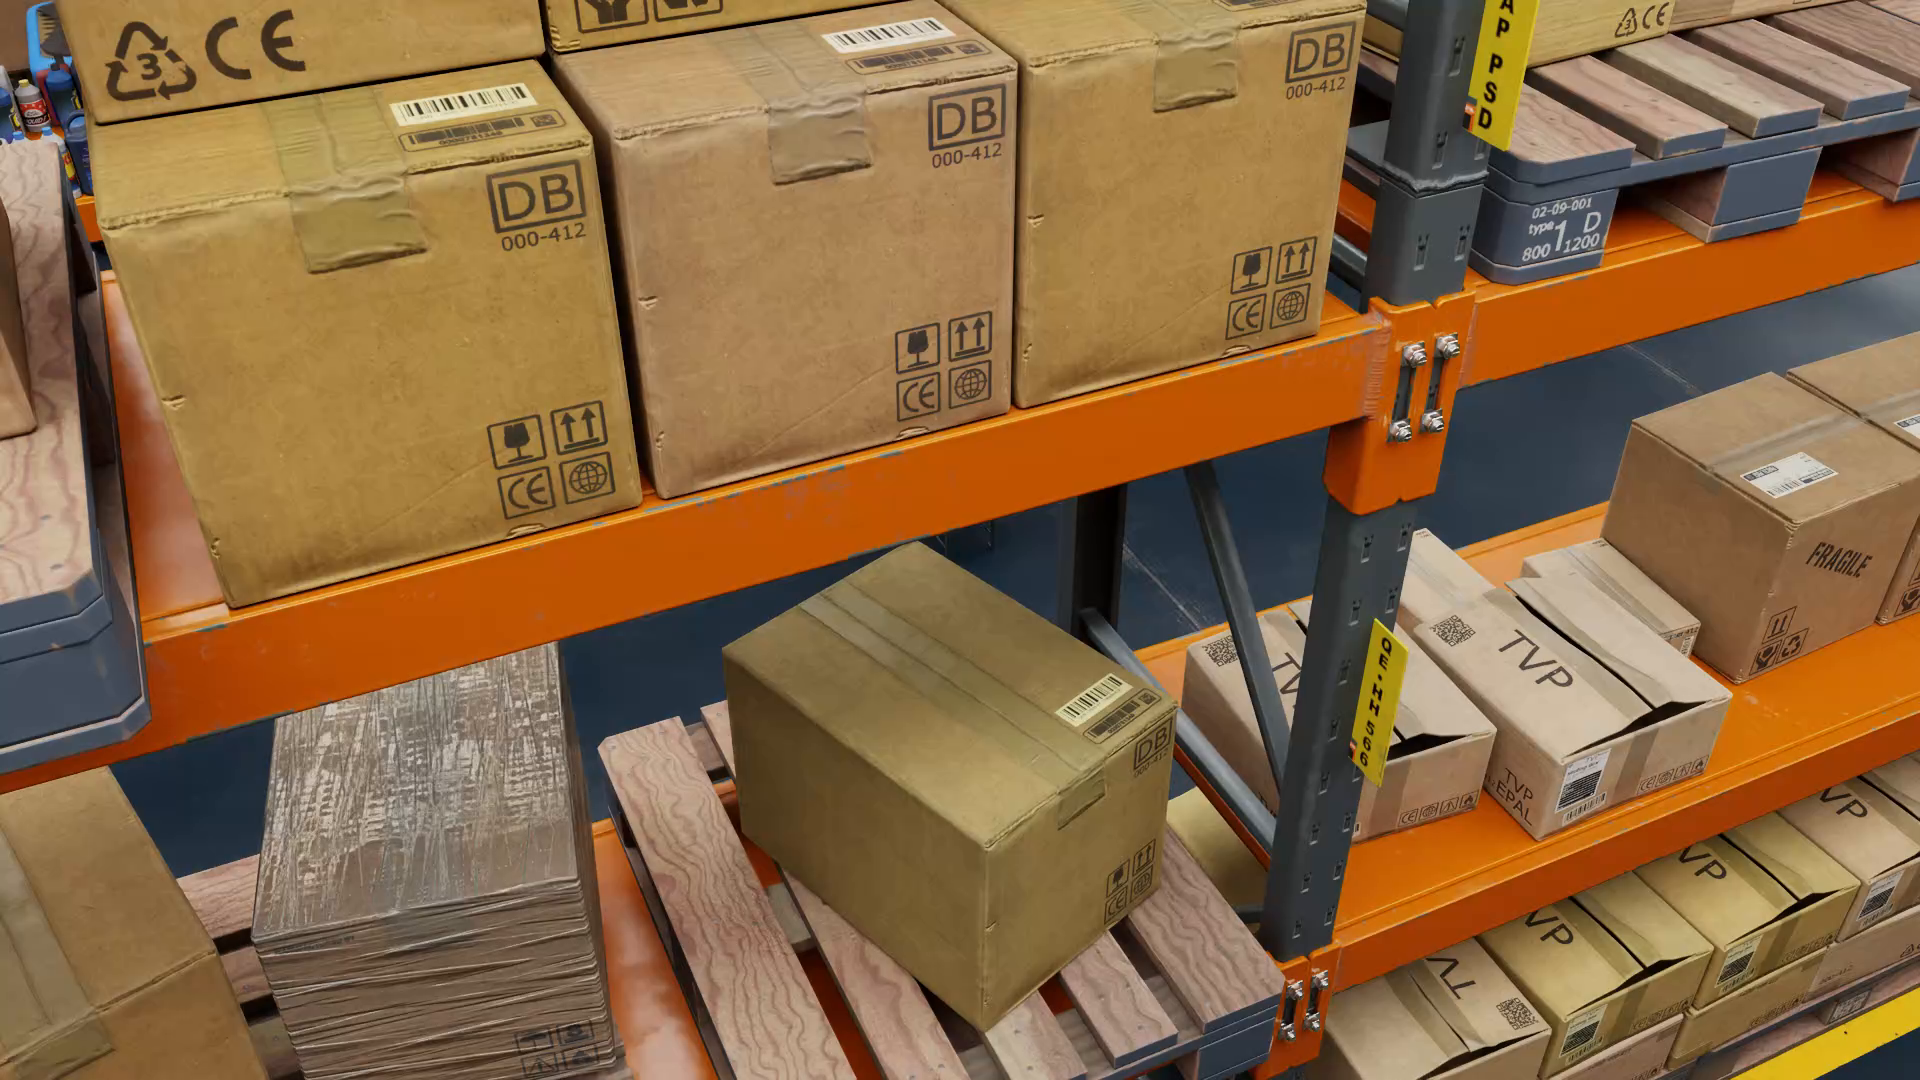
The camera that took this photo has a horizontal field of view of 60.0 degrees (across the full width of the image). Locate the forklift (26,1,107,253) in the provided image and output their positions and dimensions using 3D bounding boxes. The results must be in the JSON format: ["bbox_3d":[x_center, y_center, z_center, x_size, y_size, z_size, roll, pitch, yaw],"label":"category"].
[{"bbox_3d":[-3.367,-3.260,8.685,3.031,2.935,1.130,-16,39,-20],"label":"forklift"}]

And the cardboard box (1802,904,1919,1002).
[{"bbox_3d":[2.482,1.002,4.836,0.500,0.250,0.500,-15,39,-19],"label":"cardboard box"}]

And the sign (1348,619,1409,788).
[{"bbox_3d":[0.735,0.290,2.936,0.005,0.325,0.100,-16,39,-20],"label":"sign"}]

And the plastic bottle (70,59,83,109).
[{"bbox_3d":[-3.536,-1.895,6.828,0.185,0.351,0.144,-16,39,-20],"label":"plastic bottle"}]

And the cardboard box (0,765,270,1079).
[{"bbox_3d":[-1.552,0.756,2.776,0.500,0.500,0.700,-26,44,-31],"label":"cardboard box"}]

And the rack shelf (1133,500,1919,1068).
[{"bbox_3d":[2.306,0.216,4.545,4.000,0.370,1.077,-16,39,-20],"label":"rack shelf"}]

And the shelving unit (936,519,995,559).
[{"bbox_3d":[-0.007,-0.359,6.479,0.210,0.900,0.258,-16,39,-20],"label":"shelving unit"}]

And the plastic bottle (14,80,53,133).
[{"bbox_3d":[-3.795,-1.778,6.796,0.097,0.201,0.097,0,37,0],"label":"plastic bottle"}]

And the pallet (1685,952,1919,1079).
[{"bbox_3d":[2.360,1.059,5.145,1.213,0.211,1.003,-16,39,-20],"label":"pallet"}]

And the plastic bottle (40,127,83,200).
[{"bbox_3d":[-3.393,-1.419,6.254,0.097,0.271,0.097,0,37,0],"label":"plastic bottle"}]

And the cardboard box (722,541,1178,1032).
[{"bbox_3d":[-0.027,0.444,3.197,0.500,0.500,0.700,-30,46,-34],"label":"cardboard box"}]

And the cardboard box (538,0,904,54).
[{"bbox_3d":[-0.364,-0.978,2.109,0.500,0.500,0.500,-16,39,-20],"label":"cardboard box"}]

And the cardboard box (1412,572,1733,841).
[{"bbox_3d":[1.388,0.347,3.839,0.500,0.311,0.500,-16,39,-20],"label":"cardboard box"}]

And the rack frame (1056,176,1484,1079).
[{"bbox_3d":[0.496,0.433,3.649,0.127,3.000,1.000,-16,39,-20],"label":"rack frame"}]

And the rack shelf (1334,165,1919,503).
[{"bbox_3d":[2.306,-0.989,3.652,4.000,0.370,1.077,-16,39,-20],"label":"rack shelf"}]

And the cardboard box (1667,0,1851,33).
[{"bbox_3d":[1.349,-1.168,3.062,0.500,0.250,0.500,-15,39,-19],"label":"cardboard box"}]

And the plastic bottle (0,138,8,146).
[{"bbox_3d":[-3.597,-1.382,6.199,0.135,0.276,0.152,-16,39,-20],"label":"plastic bottle"}]

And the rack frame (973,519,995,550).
[{"bbox_3d":[0.085,-0.385,6.514,0.006,0.900,0.240,-16,39,-20],"label":"rack frame"}]

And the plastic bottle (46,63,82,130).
[{"bbox_3d":[-3.648,-1.807,6.777,0.097,0.271,0.097,0,37,0],"label":"plastic bottle"}]

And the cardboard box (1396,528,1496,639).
[{"bbox_3d":[1.192,0.157,4.231,0.250,0.149,0.380,-16,39,-20],"label":"cardboard box"}]

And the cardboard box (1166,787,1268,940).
[{"bbox_3d":[0.865,0.878,4.533,0.500,0.311,0.500,-15,39,-19],"label":"cardboard box"}]

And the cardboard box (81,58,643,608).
[{"bbox_3d":[-0.817,-0.423,2.200,0.500,0.500,0.910,-16,39,-20],"label":"cardboard box"}]

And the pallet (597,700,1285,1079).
[{"bbox_3d":[-0.088,0.719,3.423,1.003,0.211,1.213,-16,39,-20],"label":"pallet"}]

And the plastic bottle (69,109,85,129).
[{"bbox_3d":[-3.366,-1.522,6.392,0.097,0.271,0.097,0,37,0],"label":"plastic bottle"}]

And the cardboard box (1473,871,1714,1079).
[{"bbox_3d":[1.567,1.032,4.326,0.500,0.311,0.500,-17,40,-21],"label":"cardboard box"}]

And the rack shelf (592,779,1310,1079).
[{"bbox_3d":[-1.315,1.228,3.180,4.000,0.370,1.077,-16,39,-20],"label":"rack shelf"}]

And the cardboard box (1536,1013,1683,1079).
[{"bbox_3d":[1.549,1.267,4.480,0.500,0.250,0.500,-17,40,-21],"label":"cardboard box"}]

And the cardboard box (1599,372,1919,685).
[{"bbox_3d":[2.008,-0.041,4.203,0.500,0.500,0.500,-18,40,-22],"label":"cardboard box"}]

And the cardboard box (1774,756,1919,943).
[{"bbox_3d":[2.494,0.773,4.674,0.500,0.311,0.500,-16,39,-21],"label":"cardboard box"}]

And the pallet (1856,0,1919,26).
[{"bbox_3d":[2.083,-1.201,3.492,1.213,0.211,1.003,-14,39,-18],"label":"pallet"}]

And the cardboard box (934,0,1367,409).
[{"bbox_3d":[0.115,-0.683,2.552,0.500,0.500,0.910,-16,39,-20],"label":"cardboard box"}]

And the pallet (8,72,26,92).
[{"bbox_3d":[-6.665,-3.014,10.636,1.213,0.211,1.003,-16,39,-20],"label":"pallet"}]
